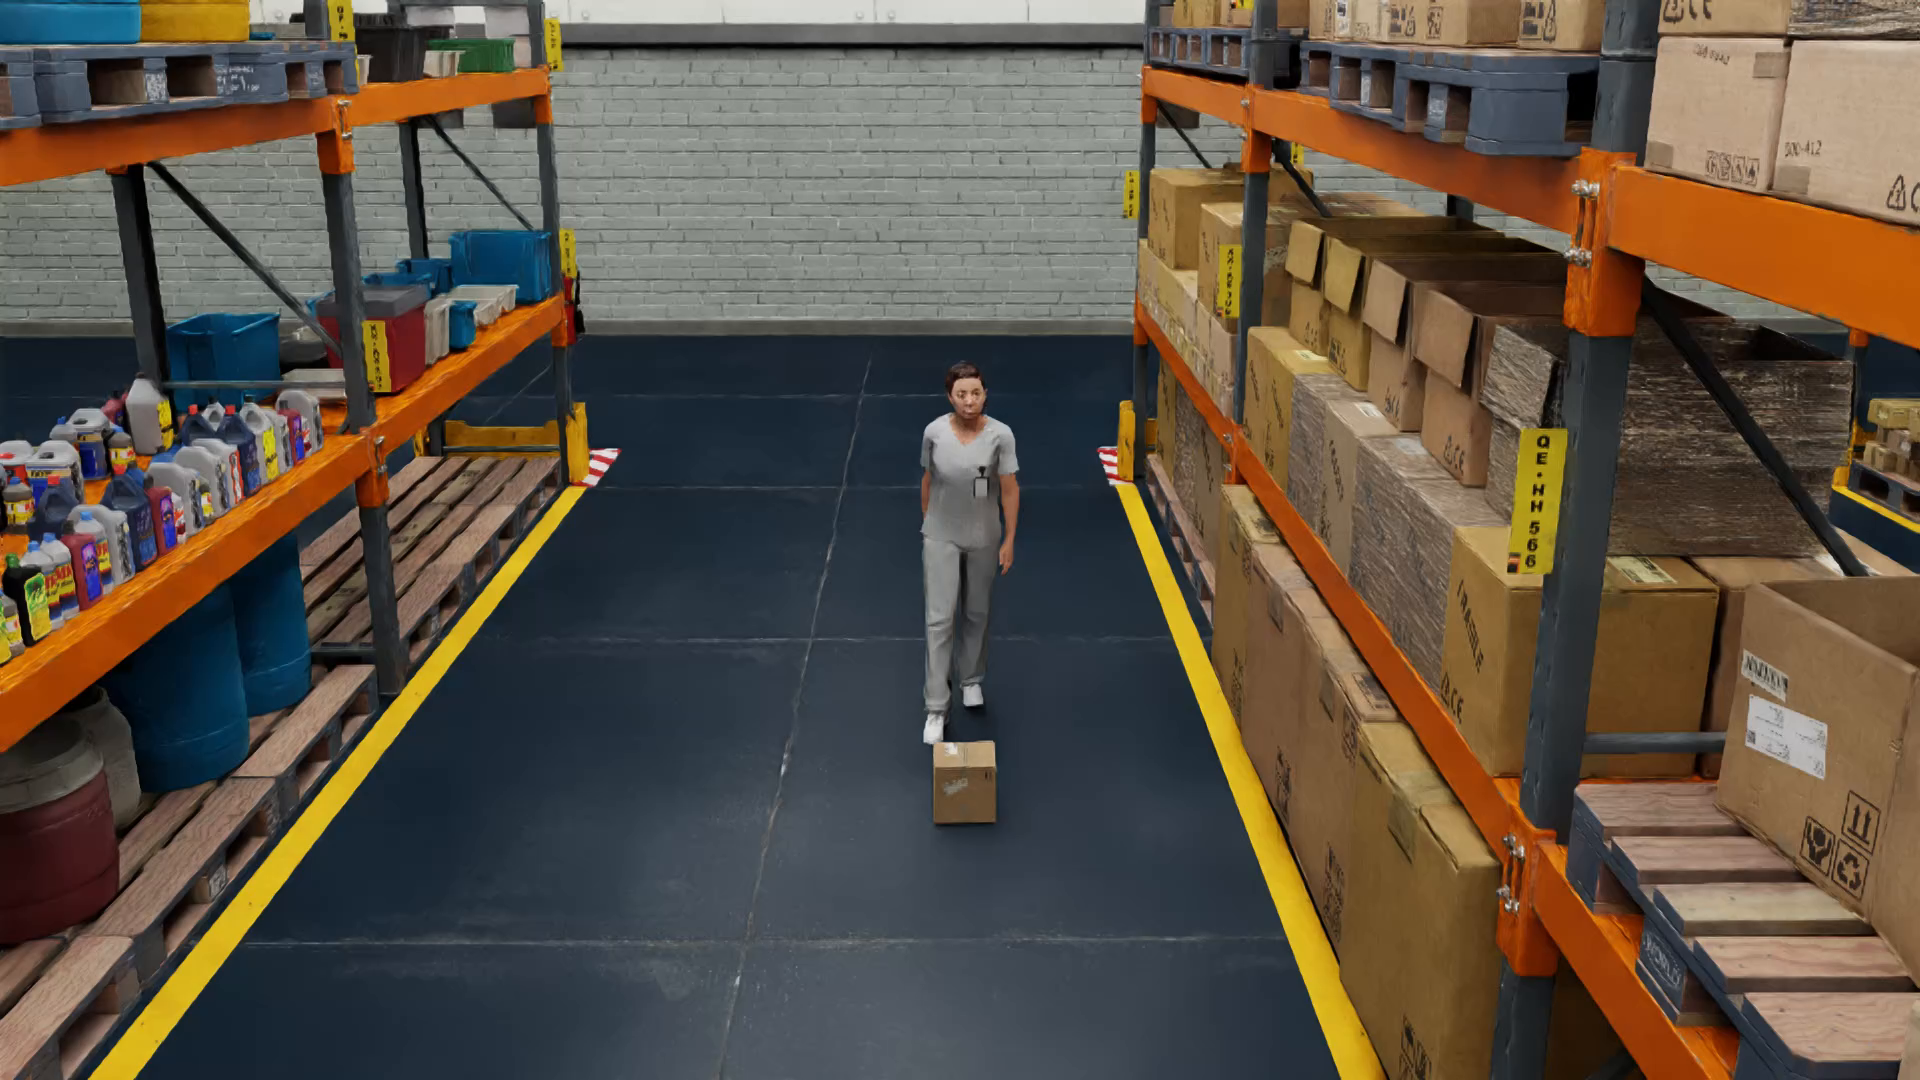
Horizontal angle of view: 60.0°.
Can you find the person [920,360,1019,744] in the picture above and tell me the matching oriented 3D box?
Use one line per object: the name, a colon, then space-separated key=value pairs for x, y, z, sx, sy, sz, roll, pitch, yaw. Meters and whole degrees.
person: x=0.043 y=0.019 z=7.463 sx=0.448 sy=1.655 sz=0.707 roll=-1 pitch=17 yaw=-3
